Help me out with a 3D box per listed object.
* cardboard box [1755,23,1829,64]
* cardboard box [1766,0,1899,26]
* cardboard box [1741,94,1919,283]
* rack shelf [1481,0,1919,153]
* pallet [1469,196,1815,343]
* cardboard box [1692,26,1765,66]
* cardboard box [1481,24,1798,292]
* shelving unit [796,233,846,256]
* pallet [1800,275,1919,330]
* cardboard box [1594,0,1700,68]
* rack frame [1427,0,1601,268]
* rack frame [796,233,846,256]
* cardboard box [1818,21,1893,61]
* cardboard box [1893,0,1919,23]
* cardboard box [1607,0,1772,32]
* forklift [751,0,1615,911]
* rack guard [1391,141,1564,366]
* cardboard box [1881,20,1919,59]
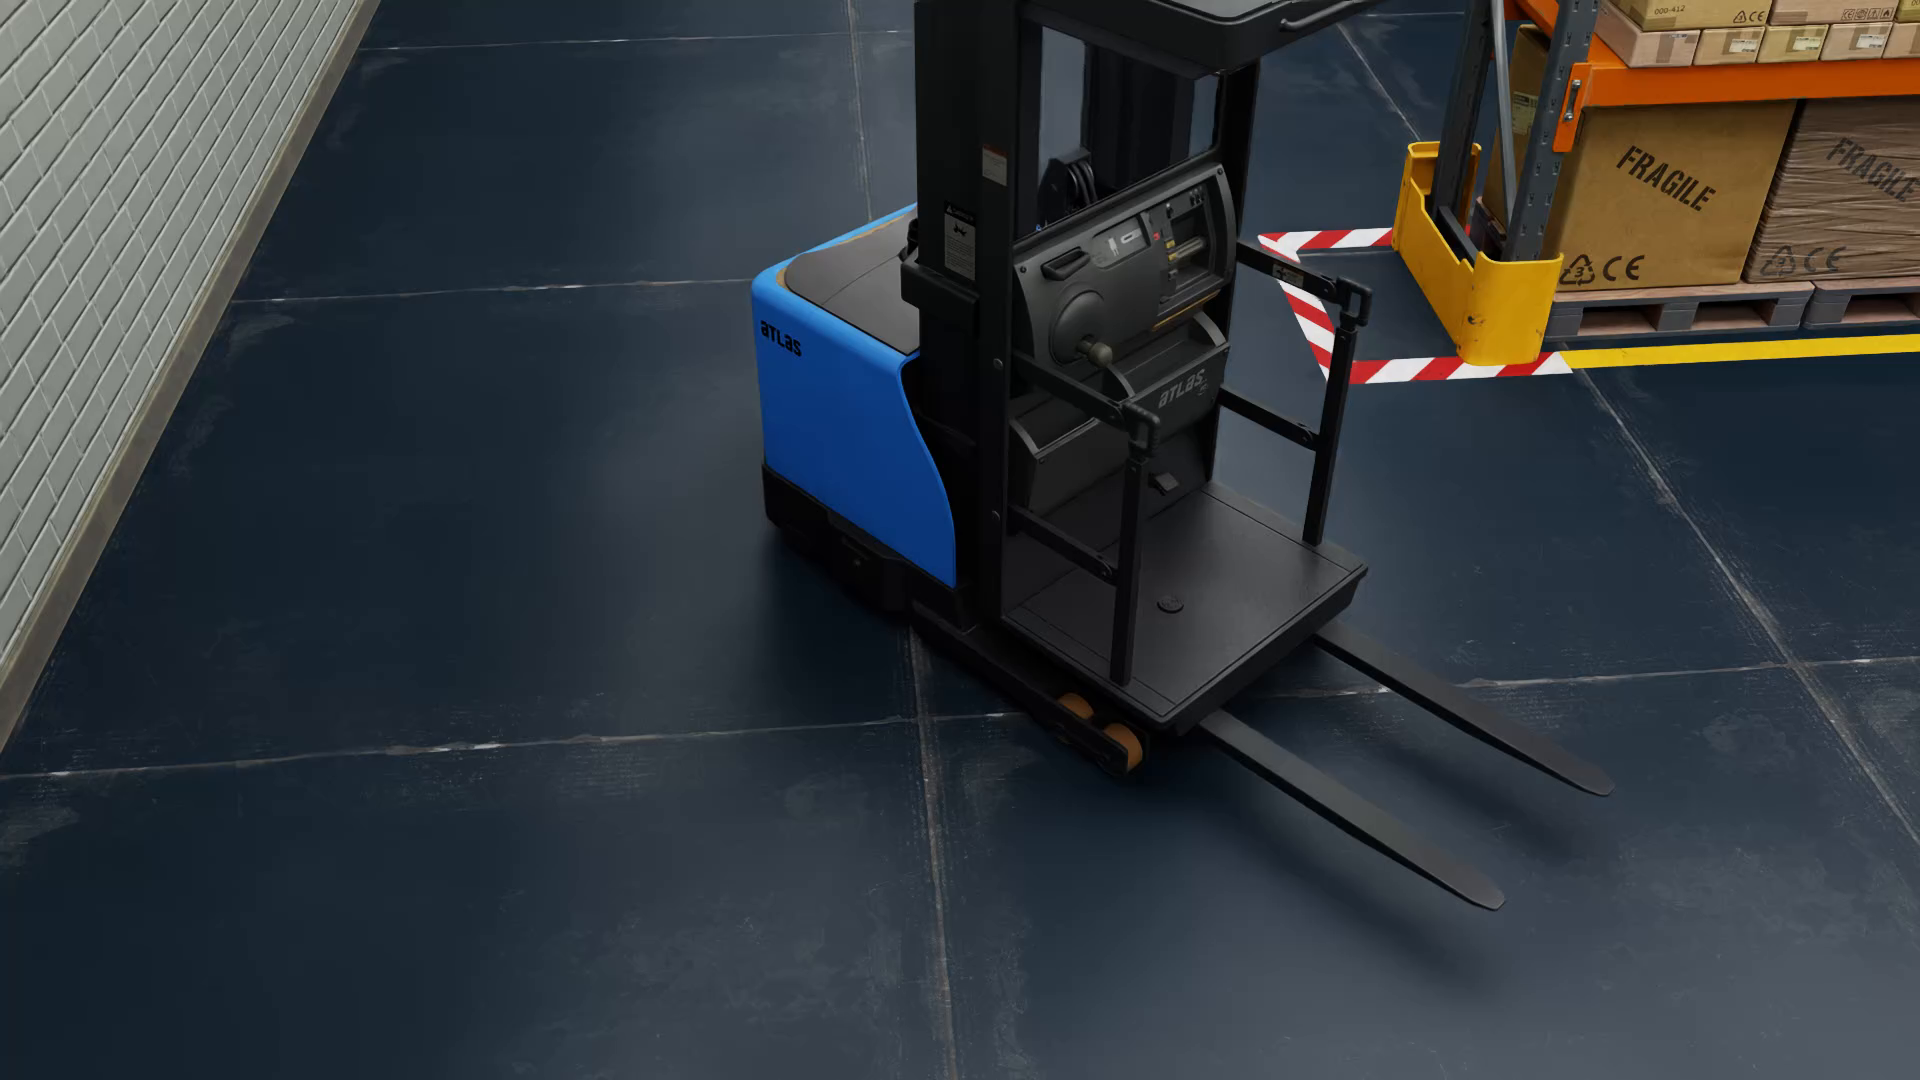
[{"bbox_3d":[3.226,-2.045,6.623,0.250,0.149,0.380,-4,38,-5],"label":"cardboard box"},{"bbox_3d":[3.352,-2.249,6.560,0.500,0.250,0.500,-4,38,-5],"label":"cardboard box"},{"bbox_3d":[3.869,-1.764,7.440,0.875,0.875,0.875,-3,38,-4],"label":"cardboard box"},{"bbox_3d":[4.325,-2.126,7.104,4.000,0.370,1.077,-3,38,-4],"label":"rack shelf"},{"bbox_3d":[3.122,-1.296,7.722,1.213,0.211,1.003,-3,38,-4],"label":"pallet"},{"bbox_3d":[2.971,-2.031,6.605,0.250,0.149,0.380,-4,38,-5],"label":"cardboard box"},{"bbox_3d":[2.963,-1.714,7.377,0.875,0.875,0.875,-3,38,-4],"label":"cardboard box"},{"bbox_3d":[-0.445,-0.706,6.418,0.258,0.900,0.210,-31,48,-33],"label":"shelving unit"},{"bbox_3d":[4.334,-1.361,7.805,1.213,0.211,1.003,-3,38,-4],"label":"pallet"},{"bbox_3d":[2.715,-2.016,6.586,0.250,0.149,0.380,-3,38,-3],"label":"cardboard box"},{"bbox_3d":[2.332,-2.299,6.742,0.127,3.000,1.000,-3,38,-4],"label":"rack frame"},{"bbox_3d":[-0.517,-0.750,6.475,0.240,0.900,0.006,-31,48,-33],"label":"rack frame"},{"bbox_3d":[3.485,-2.060,6.642,0.250,0.149,0.380,-4,38,-5],"label":"cardboard box"},{"bbox_3d":[3.853,-2.274,6.592,0.500,0.250,0.500,-4,38,-5],"label":"cardboard box"},{"bbox_3d":[2.835,-2.216,6.518,0.500,0.250,0.500,-4,38,-5],"label":"cardboard box"},{"bbox_3d":[0.658,-0.765,4.853,1.130,2.935,3.031,-31,48,-33],"label":"forklift"},{"bbox_3d":[2.309,-1.316,7.514,0.348,0.500,1.175,-3,38,-4],"label":"rack guard"},{"bbox_3d":[3.739,-2.073,6.659,0.250,0.149,0.380,-4,38,-5],"label":"cardboard box"}]
